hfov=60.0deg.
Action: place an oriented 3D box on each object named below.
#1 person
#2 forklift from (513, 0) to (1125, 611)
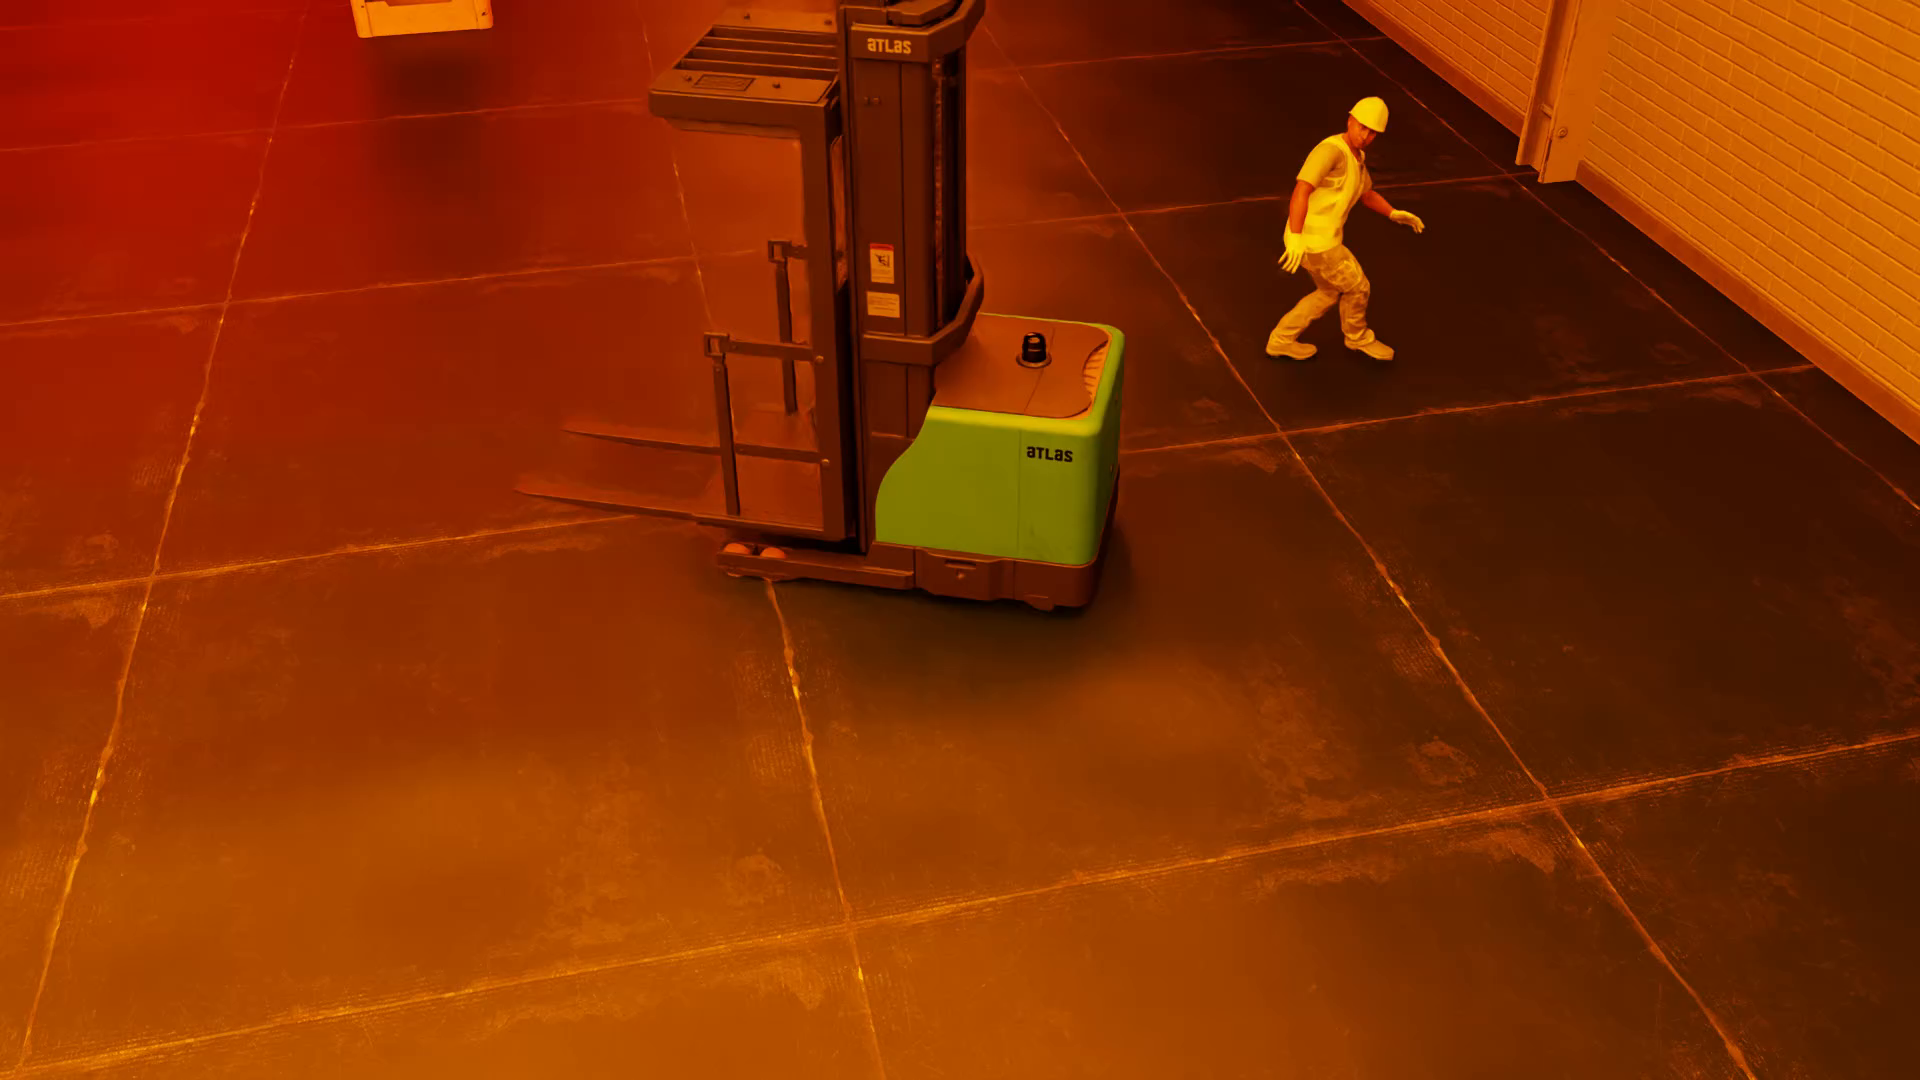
[{"bbox_3d":[2.247,-1.709,9.552,0.810,1.613,0.807,6,36,8],"label":"person"},{"bbox_3d":[-0.745,-1.277,7.825,3.031,2.935,1.130,7,36,10],"label":"forklift"}]
